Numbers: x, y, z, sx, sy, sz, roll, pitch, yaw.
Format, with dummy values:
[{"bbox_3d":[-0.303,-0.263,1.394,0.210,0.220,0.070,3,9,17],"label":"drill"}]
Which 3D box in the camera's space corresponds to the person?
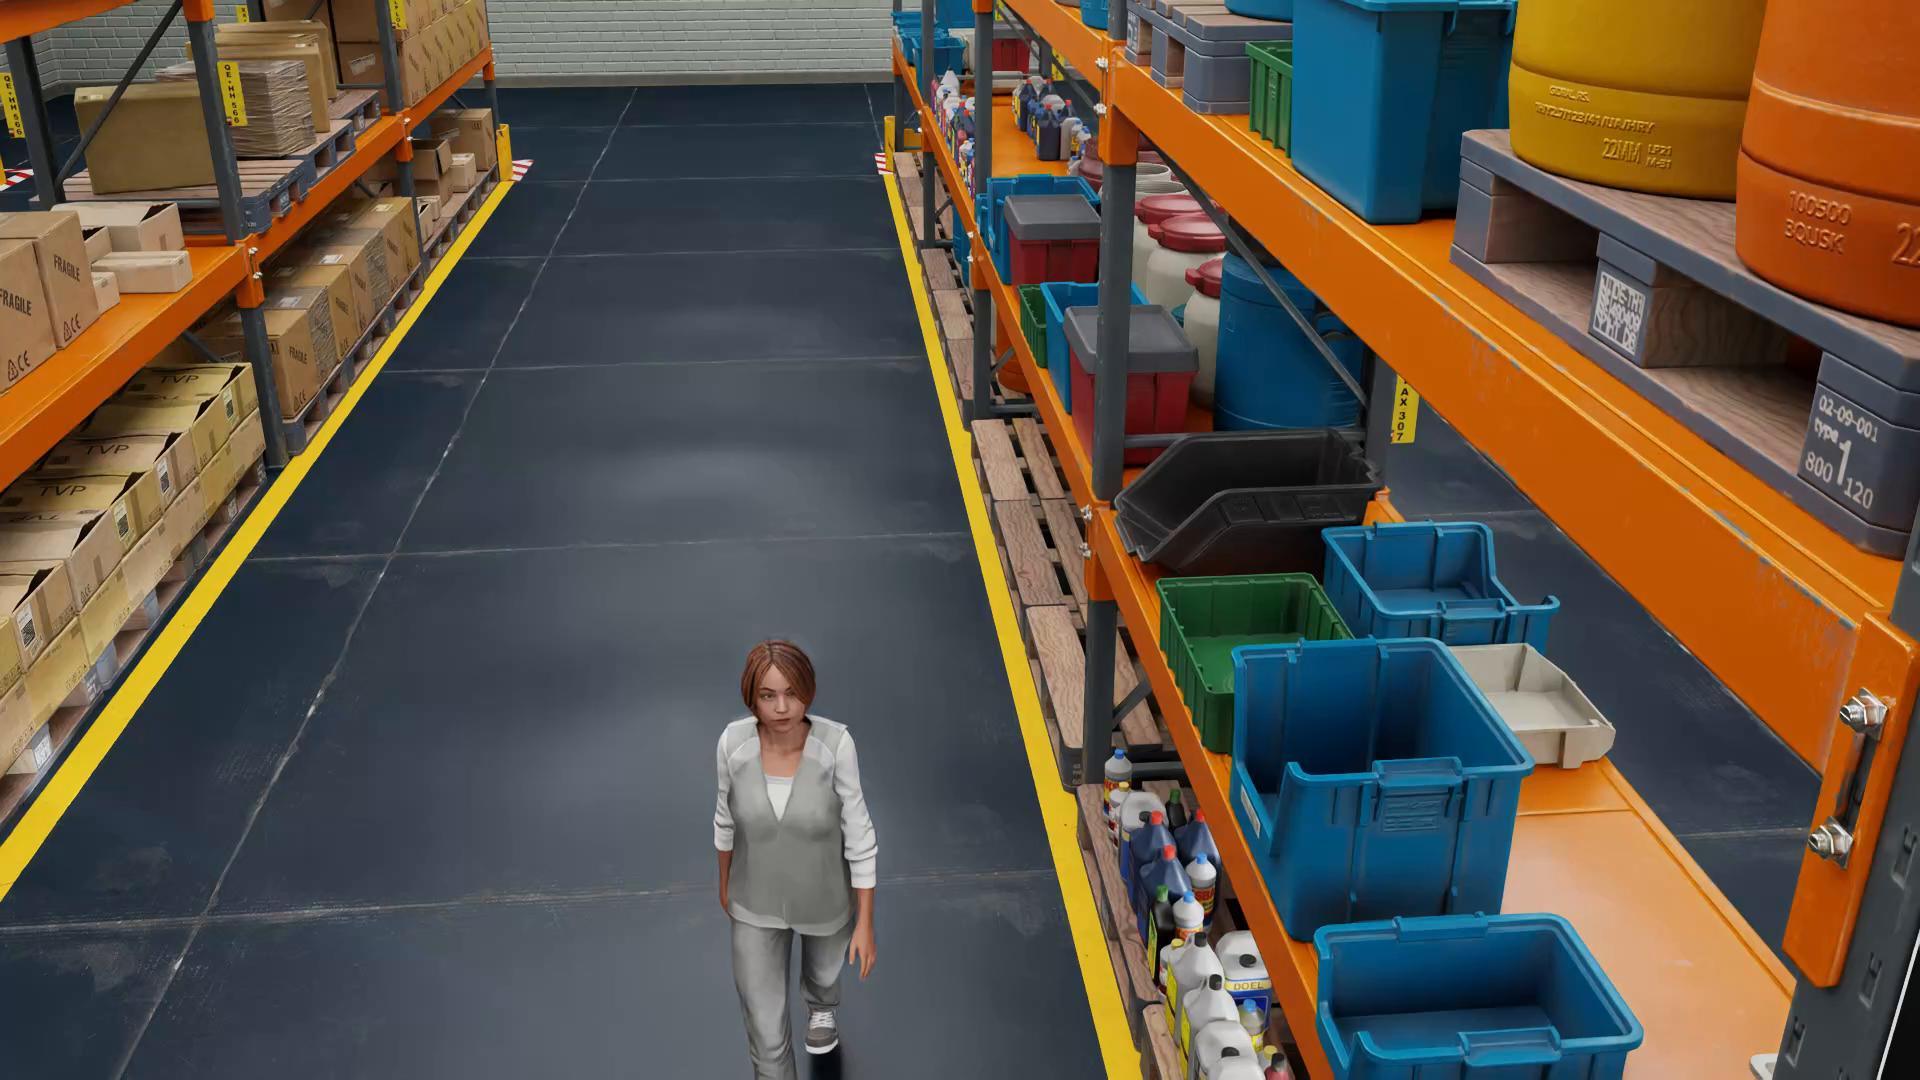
[{"bbox_3d":[-0.436,0.970,4.445,0.442,1.537,0.976,-1,24,-3],"label":"person"}]
